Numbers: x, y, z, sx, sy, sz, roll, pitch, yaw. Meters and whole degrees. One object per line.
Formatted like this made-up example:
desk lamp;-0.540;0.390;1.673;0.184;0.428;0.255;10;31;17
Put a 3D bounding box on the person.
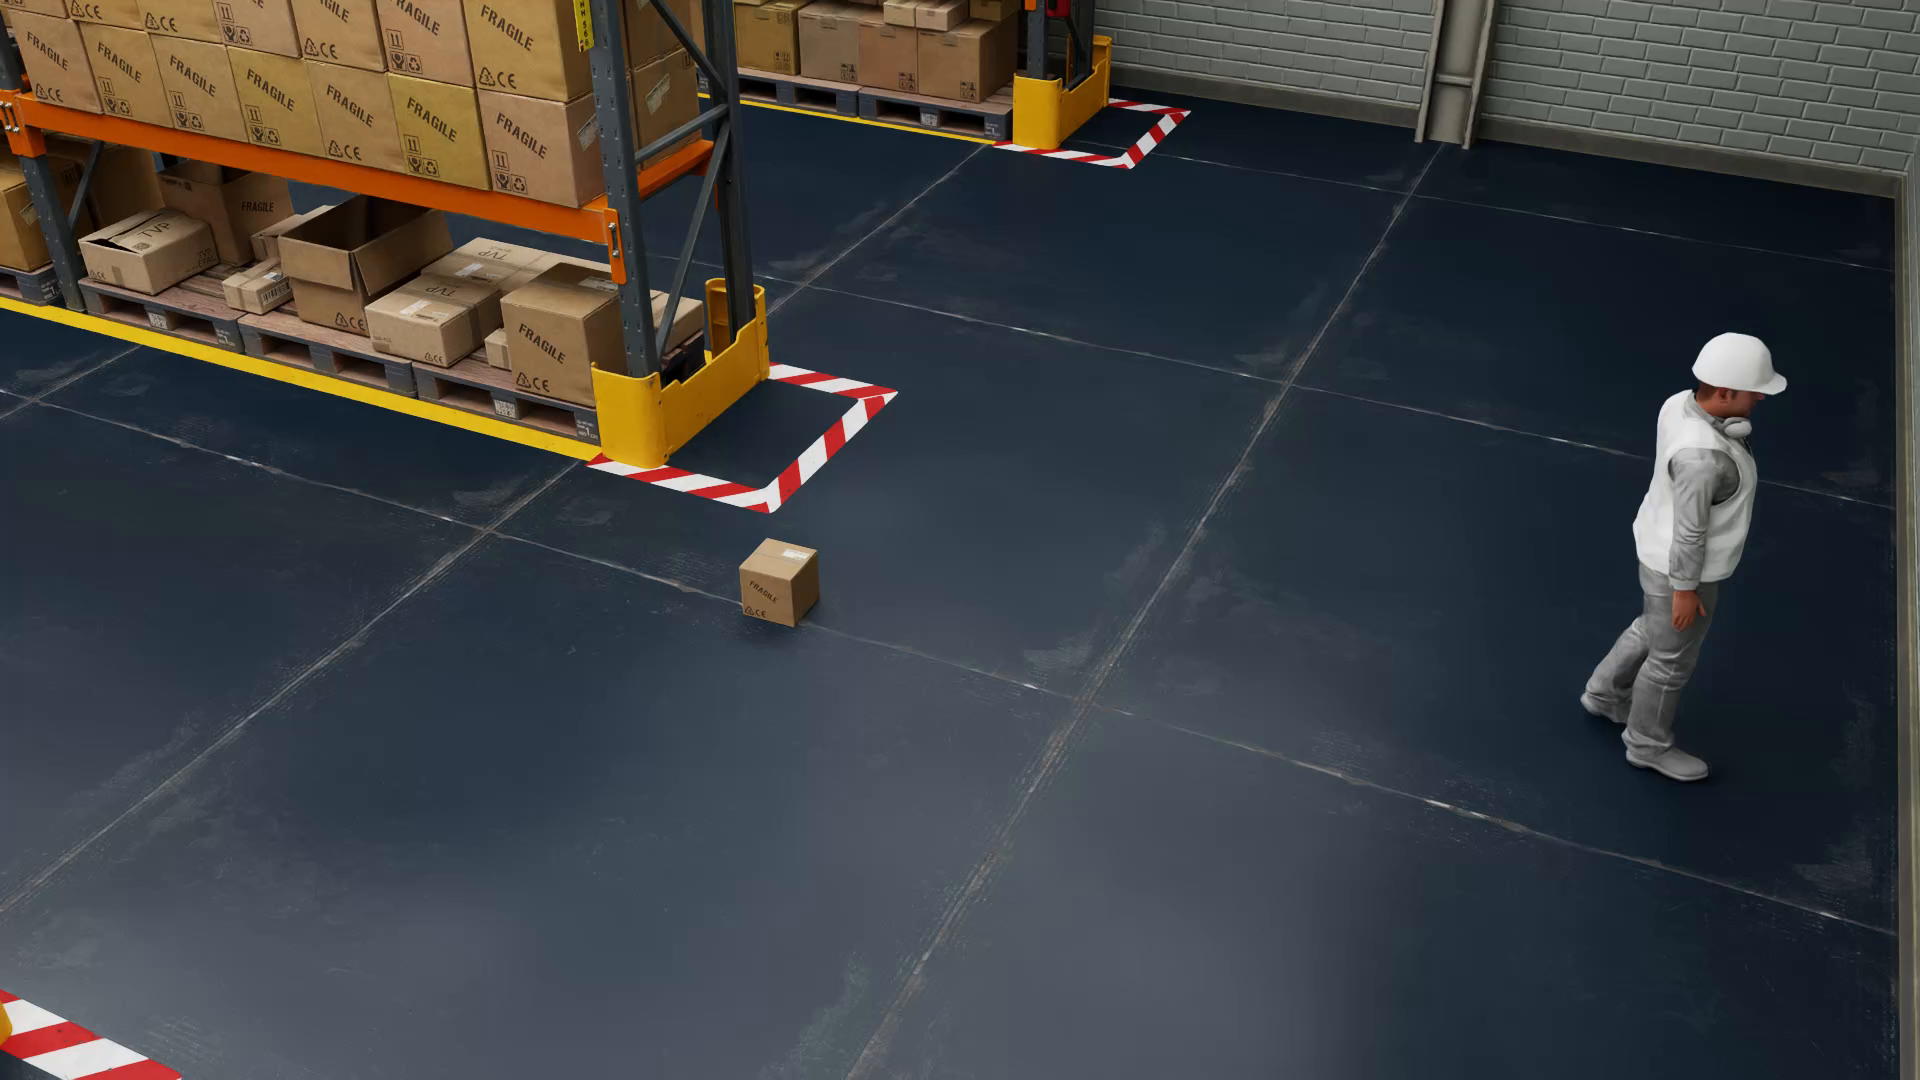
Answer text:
person;2.644;0.089;6.018;0.427;1.836;0.540;8;34;12
